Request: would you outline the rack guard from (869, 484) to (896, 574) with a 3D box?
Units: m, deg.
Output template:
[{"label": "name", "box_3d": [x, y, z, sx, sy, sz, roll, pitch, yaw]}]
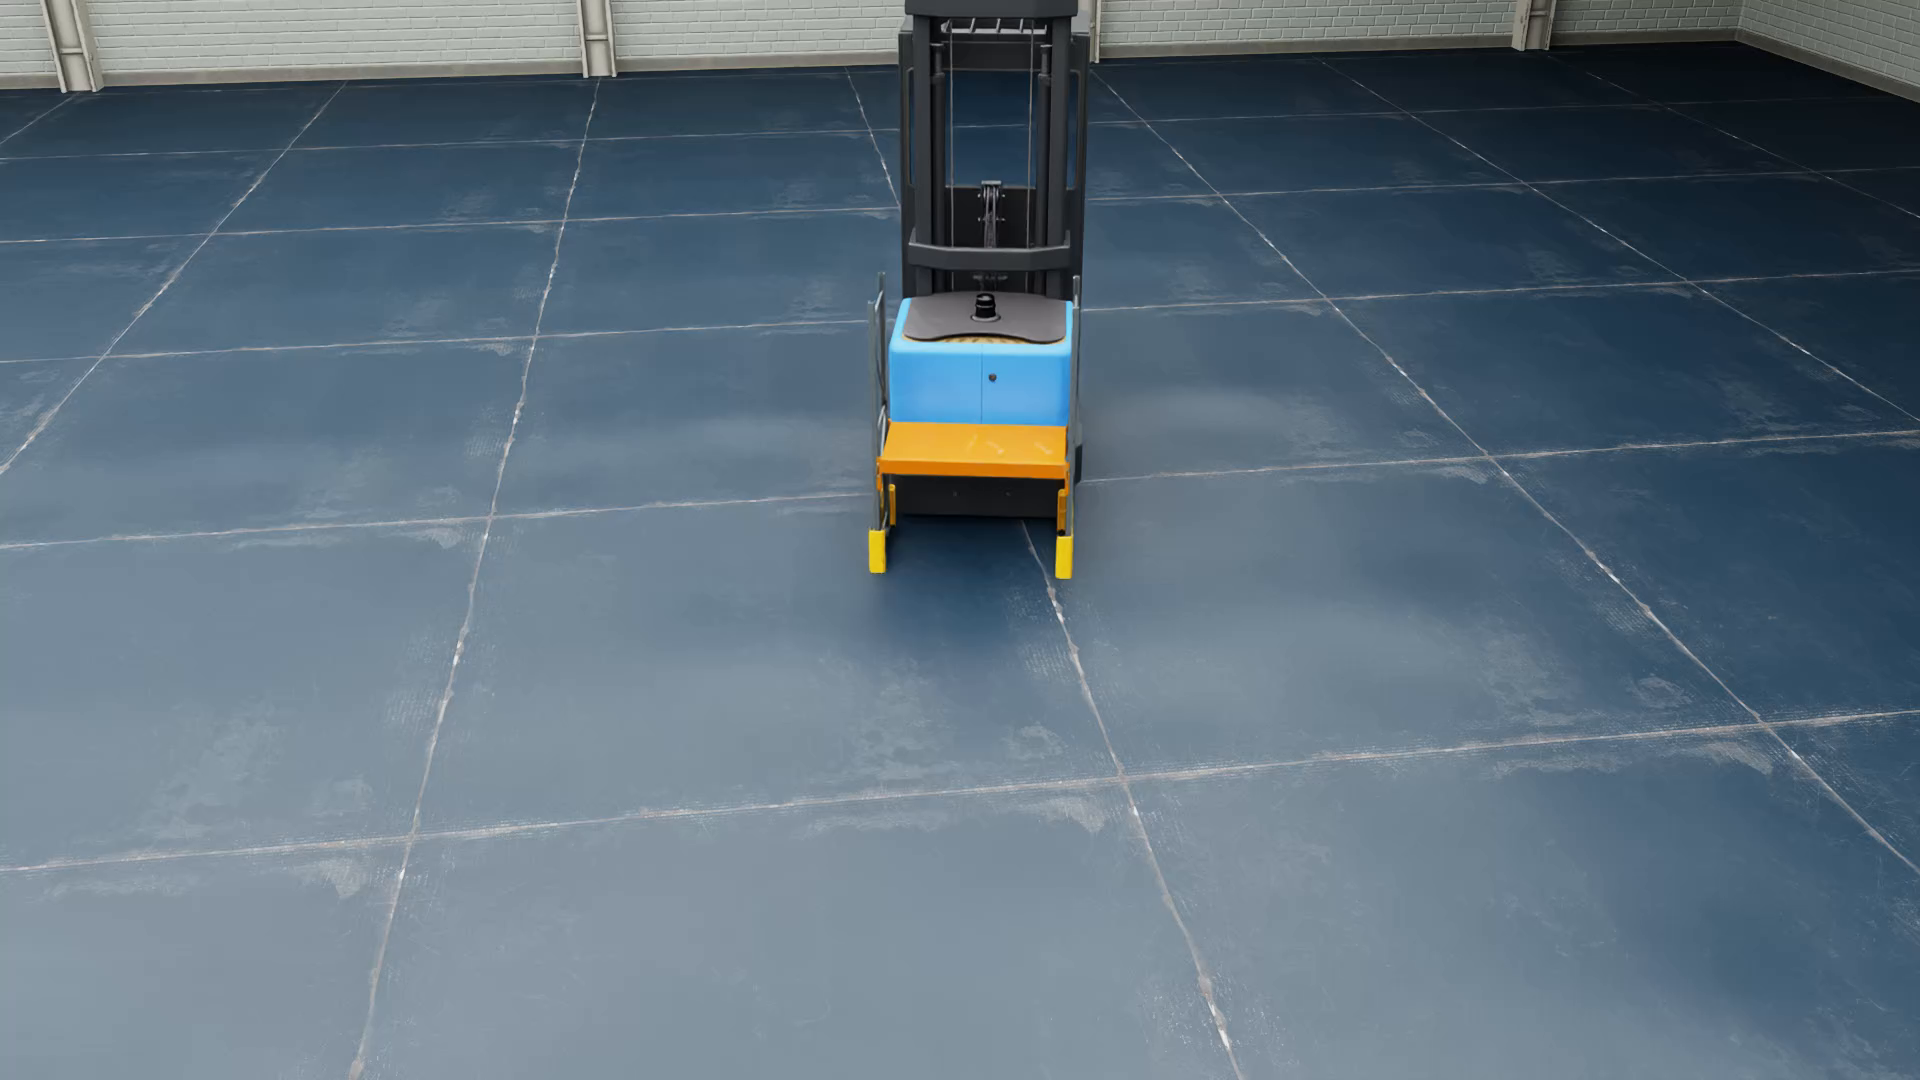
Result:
[{"label": "rack guard", "box_3d": [-0.423, -0.066, 9.105, 0.087, 0.250, 0.587, 2, 27, 3]}]

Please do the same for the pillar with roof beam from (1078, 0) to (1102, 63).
[{"label": "pillar with roof beam", "box_3d": [2.142, -8.140, 15.256, 0.400, 9.000, 9.100, -4, 27, -7]}]

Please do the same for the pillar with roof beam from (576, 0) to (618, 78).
[{"label": "pillar with roof beam", "box_3d": [-3.799, -7.758, 14.512, 0.400, 9.000, 9.100, -4, 27, -7]}]

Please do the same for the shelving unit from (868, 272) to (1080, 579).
[{"label": "shelving unit", "box_3d": [0.073, -0.607, 8.789, 1.083, 1.500, 0.587, 2, 27, 3]}]

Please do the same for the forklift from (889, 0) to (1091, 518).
[{"label": "forklift", "box_3d": [0.209, -2.066, 10.066, 1.130, 2.935, 3.031, 2, 27, 3]}]

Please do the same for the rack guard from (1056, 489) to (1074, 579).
[{"label": "rack guard", "box_3d": [0.570, -0.036, 9.045, 0.087, 0.250, 0.587, 2, 27, 3]}]

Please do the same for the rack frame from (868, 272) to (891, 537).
[{"label": "rack frame", "box_3d": [-0.425, -0.622, 8.819, 0.032, 1.500, 0.500, 2, 27, 3]}]

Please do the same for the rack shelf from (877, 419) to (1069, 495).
[{"label": "rack shelf", "box_3d": [0.082, -0.447, 8.871, 1.000, 0.185, 0.538, 2, 27, 3]}]

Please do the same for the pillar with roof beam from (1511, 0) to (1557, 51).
[{"label": "pillar with roof beam", "box_3d": [8.084, -8.521, 16.000, 0.400, 9.000, 9.100, -4, 27, -7]}]

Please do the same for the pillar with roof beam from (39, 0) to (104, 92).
[{"label": "pillar with roof beam", "box_3d": [-9.741, -7.376, 13.769, 0.400, 9.000, 9.100, -4, 27, -7]}]

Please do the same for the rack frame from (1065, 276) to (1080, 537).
[{"label": "rack frame", "box_3d": [0.590, -0.591, 8.759, 0.032, 1.500, 0.500, 2, 27, 3]}]
